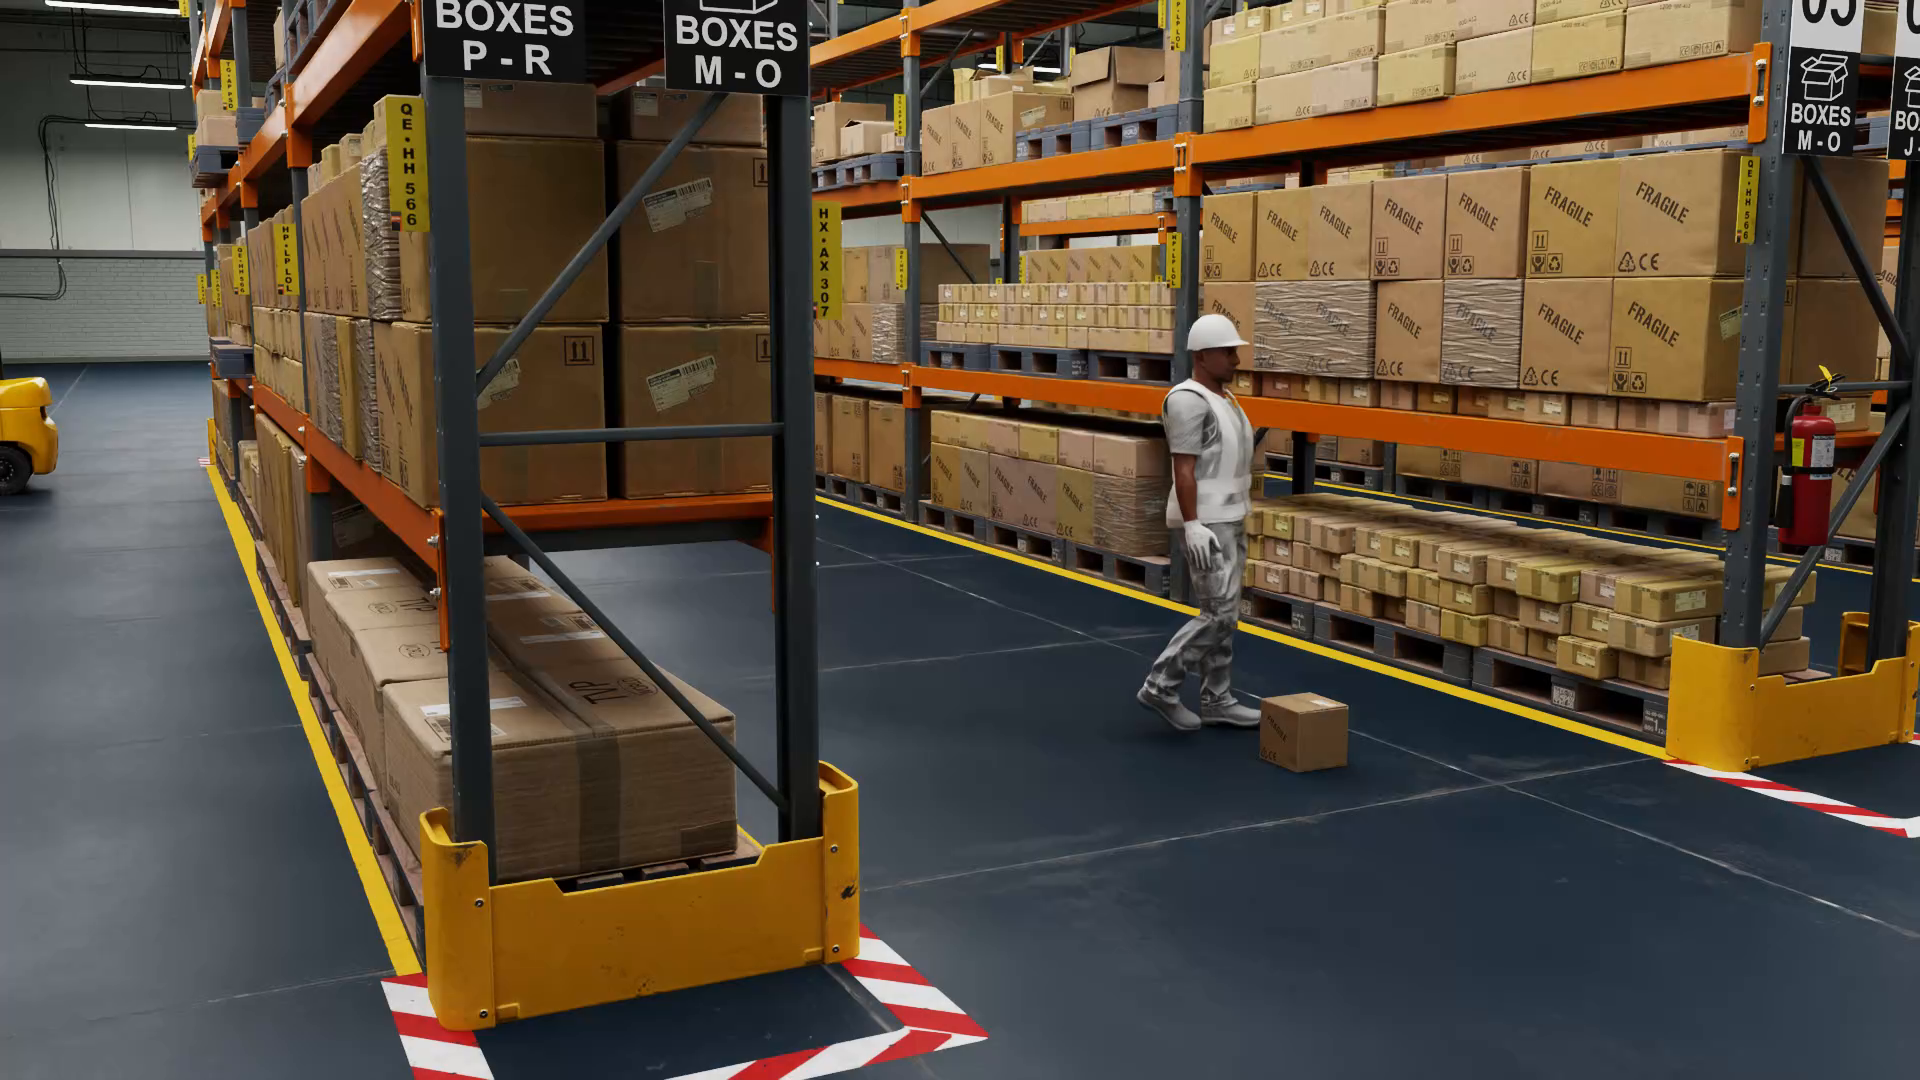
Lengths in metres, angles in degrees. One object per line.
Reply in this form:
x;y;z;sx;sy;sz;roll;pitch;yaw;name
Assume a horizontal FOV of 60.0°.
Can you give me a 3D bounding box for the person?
1.076;-0.064;7.135;0.511;1.791;0.592;4;9;26;person
